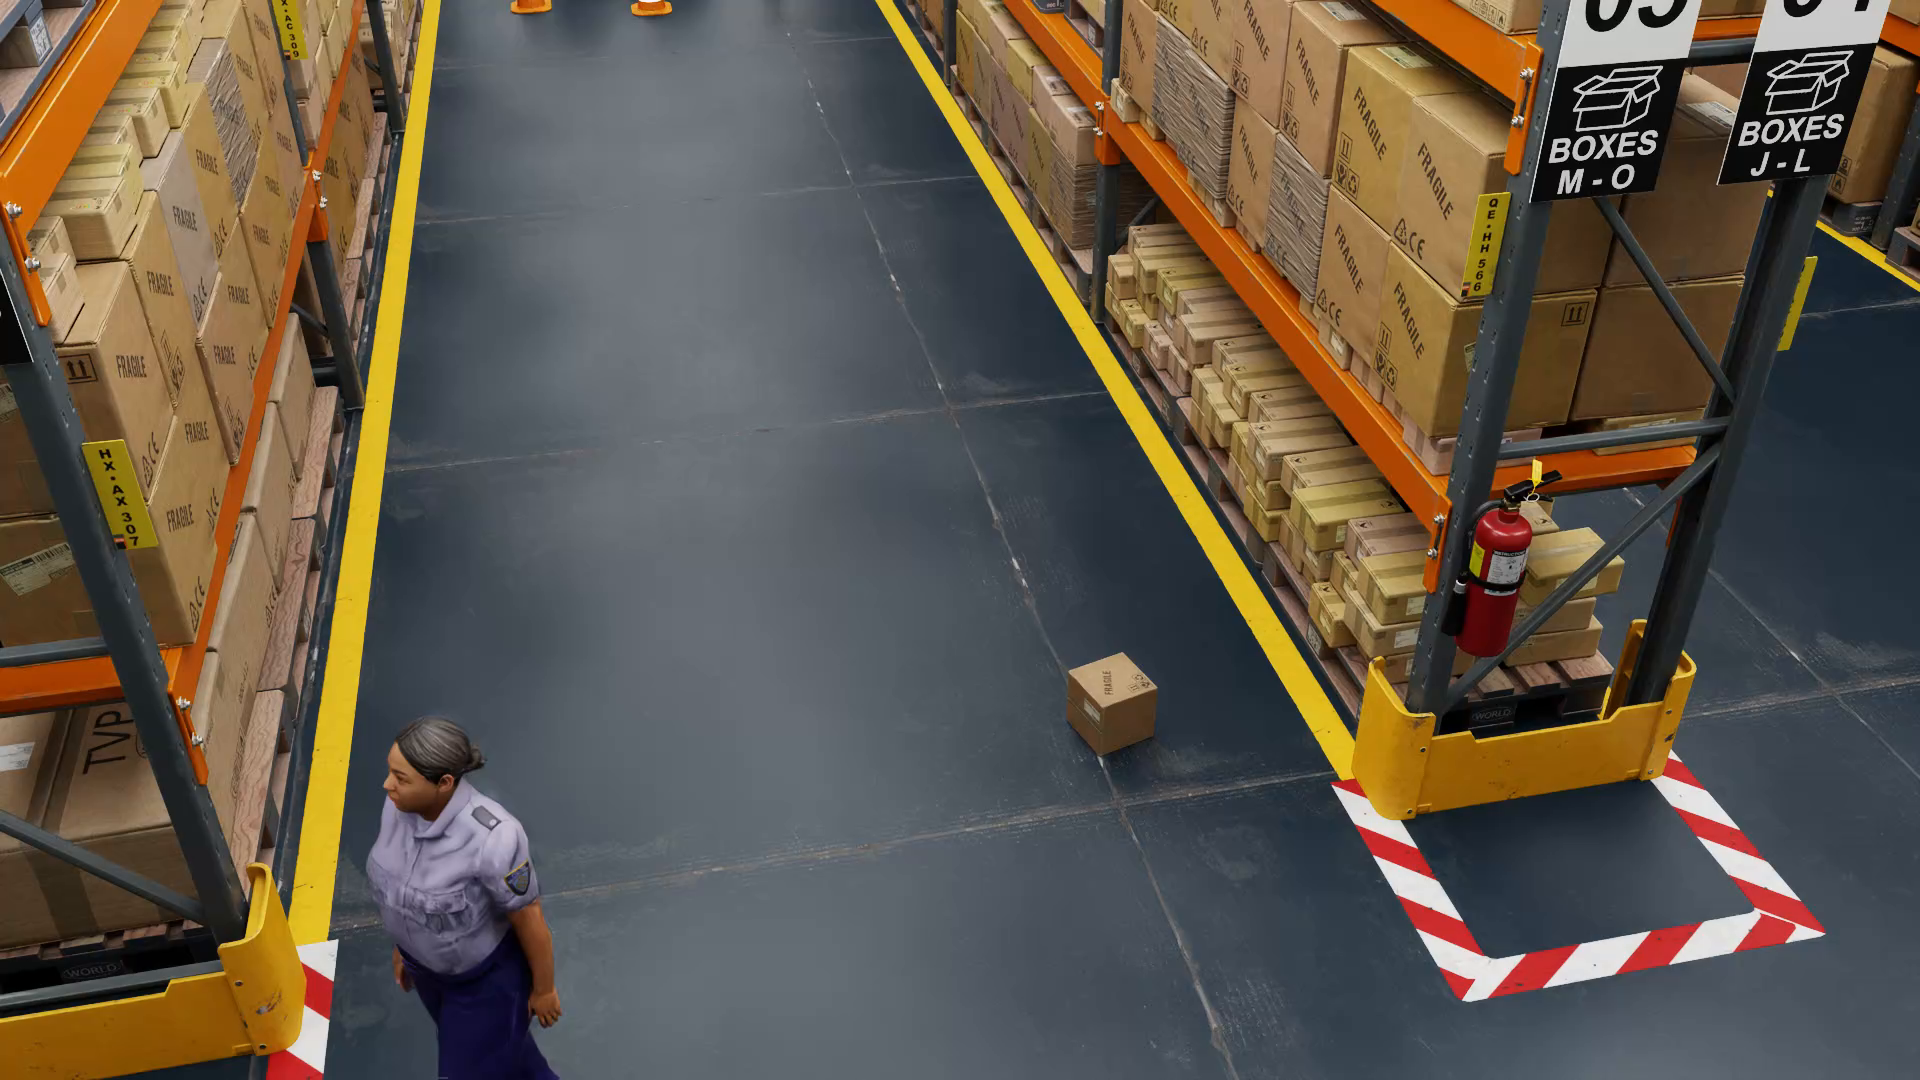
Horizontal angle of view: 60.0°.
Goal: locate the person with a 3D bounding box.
[{"bbox_3d":[-1.335,1.173,4.451,0.518,1.685,0.484,23,41,30],"label":"person"}]
